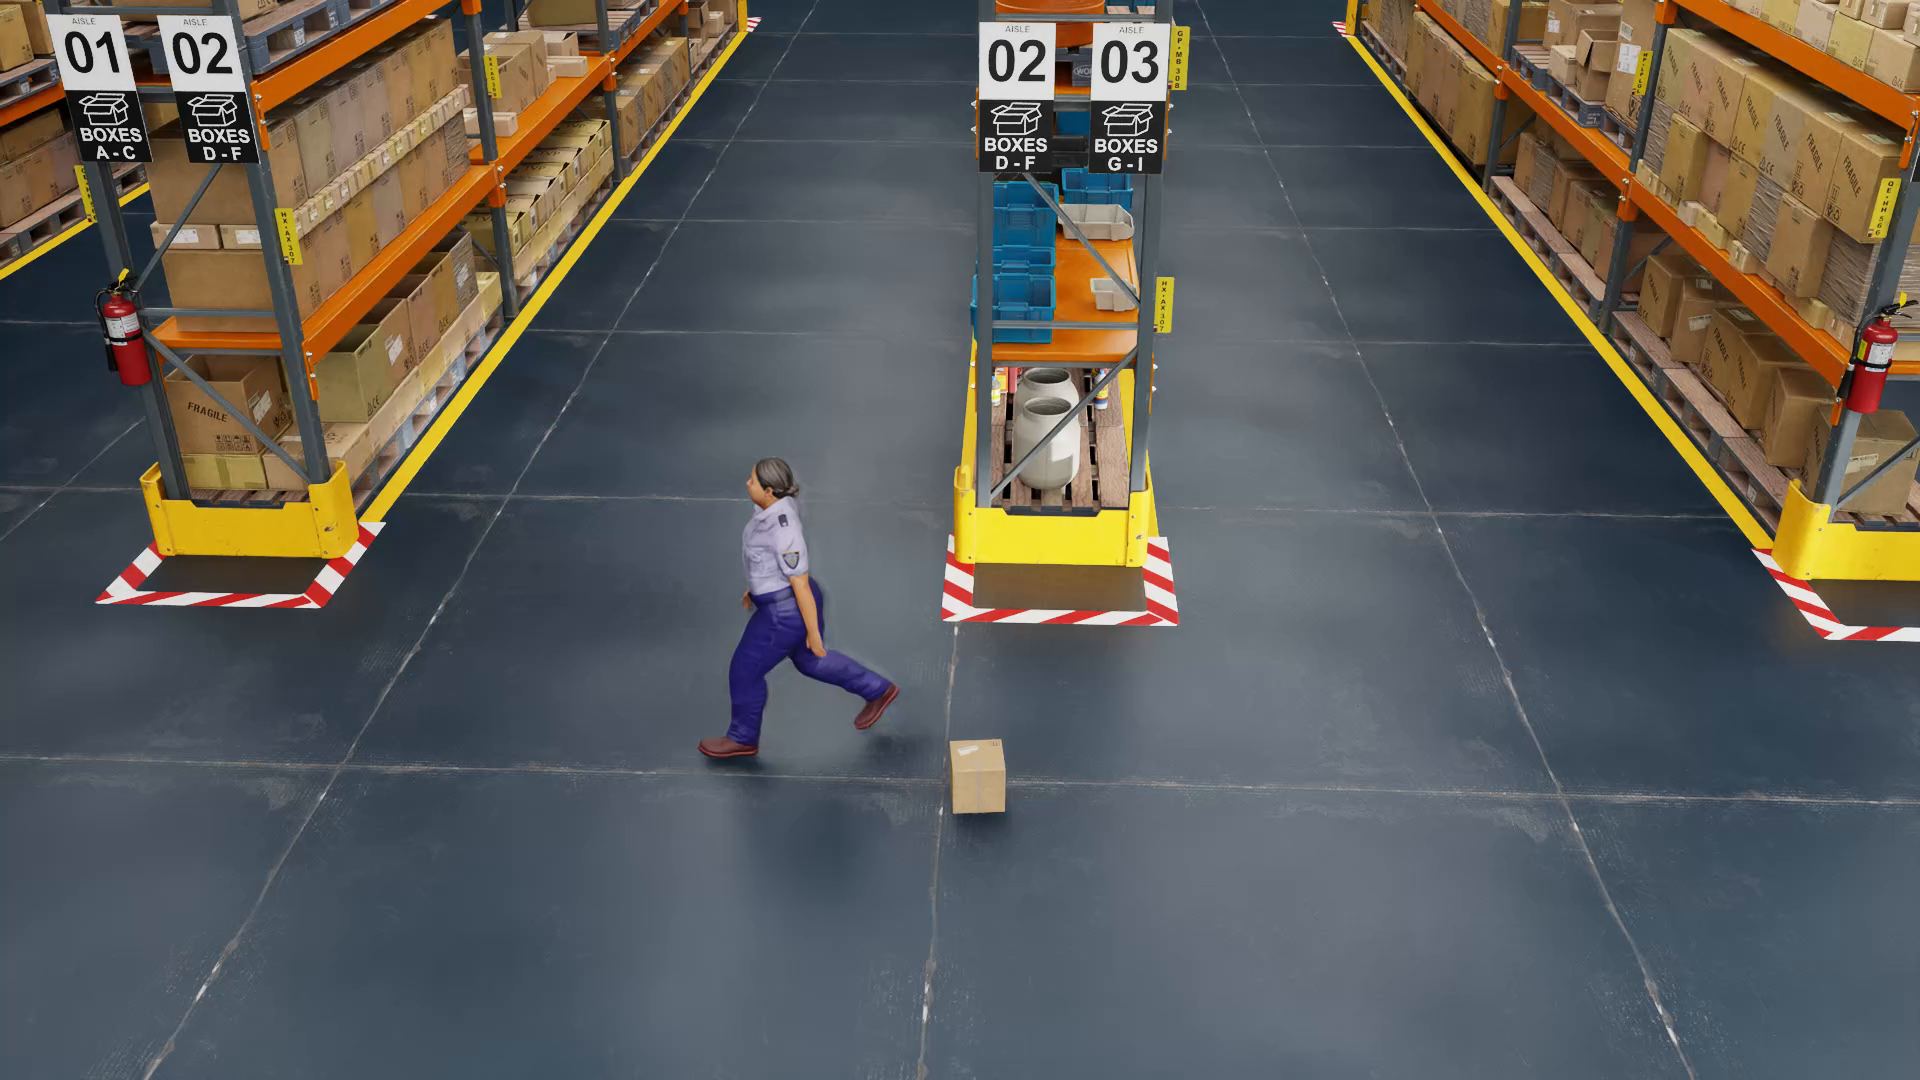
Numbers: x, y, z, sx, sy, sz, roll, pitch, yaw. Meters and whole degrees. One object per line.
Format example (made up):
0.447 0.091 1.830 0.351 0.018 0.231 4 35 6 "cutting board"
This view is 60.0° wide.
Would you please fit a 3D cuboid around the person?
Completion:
-0.807 0.317 8.085 1.015 1.573 0.516 -1 28 -3 "person"
